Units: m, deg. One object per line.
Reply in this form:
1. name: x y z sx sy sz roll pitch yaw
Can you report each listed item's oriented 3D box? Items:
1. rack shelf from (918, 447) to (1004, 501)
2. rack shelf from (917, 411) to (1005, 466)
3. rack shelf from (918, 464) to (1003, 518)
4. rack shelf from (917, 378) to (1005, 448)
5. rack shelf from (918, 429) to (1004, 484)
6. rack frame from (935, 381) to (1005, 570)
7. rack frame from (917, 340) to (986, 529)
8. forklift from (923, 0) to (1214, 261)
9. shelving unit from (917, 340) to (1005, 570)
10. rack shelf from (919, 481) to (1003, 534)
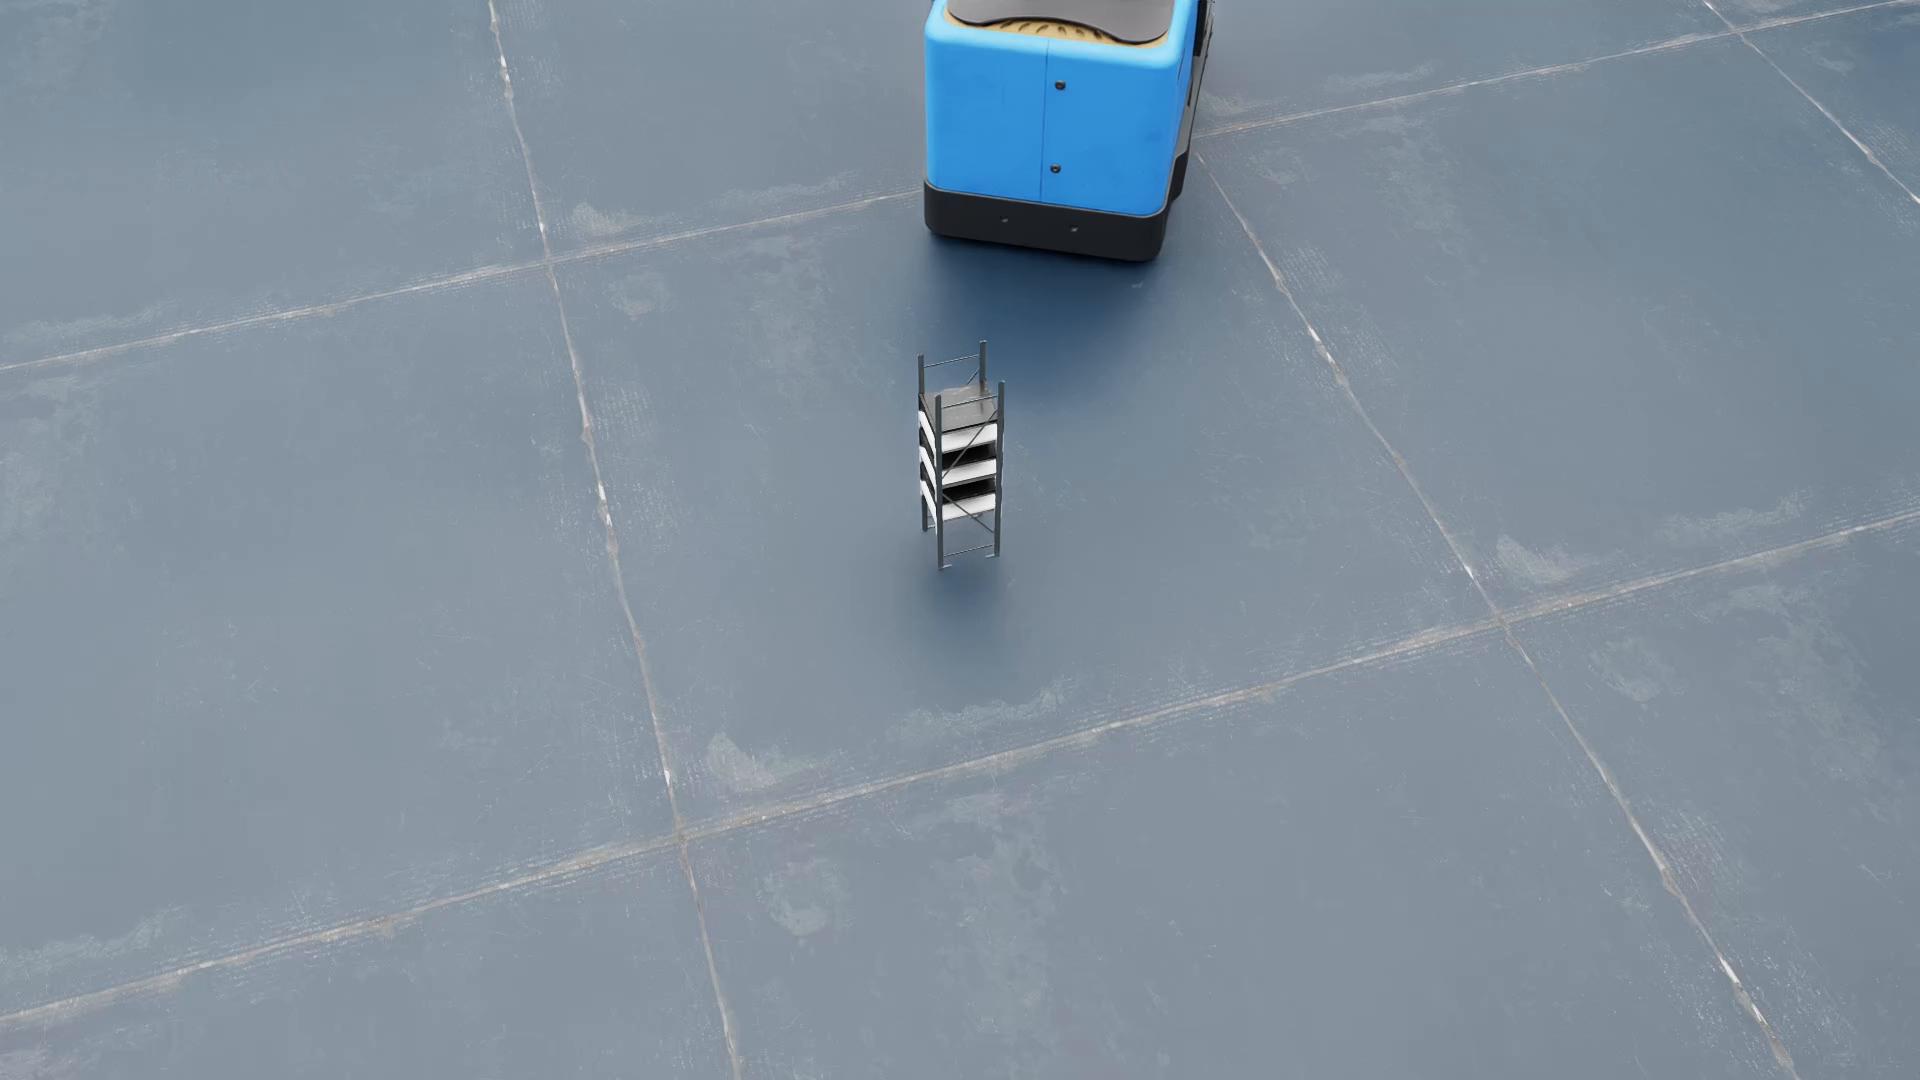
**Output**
1. rack shelf: 0.002 -0.263 5.926 0.258 0.077 0.200 -13 51 -11
2. rack shelf: 0.002 -0.379 5.789 0.258 0.077 0.200 -13 51 -11
3. rack shelf: 0.002 -0.205 5.995 0.258 0.077 0.200 -13 51 -11
4. rack shelf: 0.002 -0.437 5.720 0.258 0.077 0.200 -13 51 -11
5. rack shelf: 0.002 -0.321 5.858 0.258 0.077 0.200 -13 51 -11
6. rack frame: 0.032 -0.210 5.838 0.240 0.900 0.006 -13 51 -11
7. rack frame: -0.028 -0.358 5.964 0.240 0.900 0.006 -13 51 -11
8. forklift: 0.650 -3.299 7.114 1.130 2.935 3.031 9 50 8
9. shelving unit: 0.002 -0.284 5.901 0.258 0.900 0.210 -13 51 -11
10. rack shelf: 0.002 -0.147 6.064 0.258 0.077 0.200 -13 51 -11
